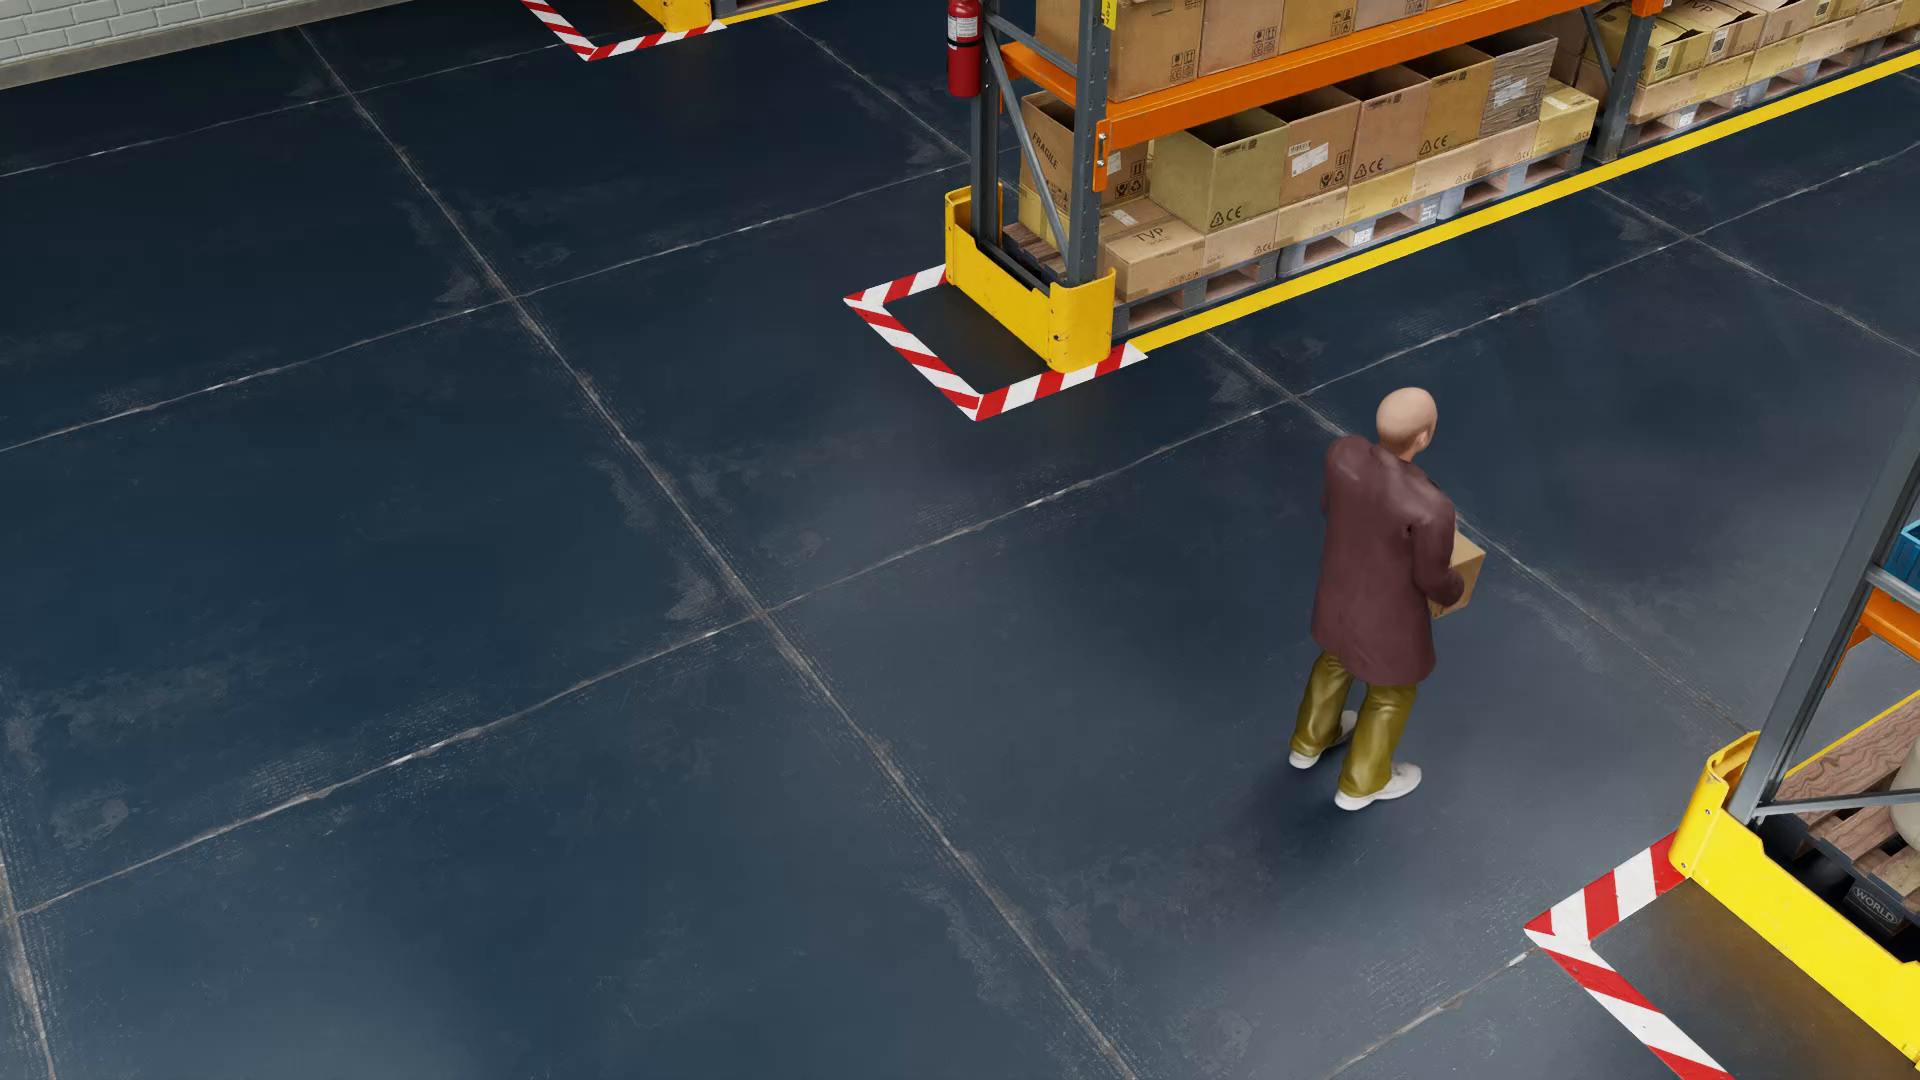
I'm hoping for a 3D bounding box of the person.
[{"bbox_3d":[1.517,0.188,5.939,0.479,1.782,0.572,-23,45,-25],"label":"person"}]
